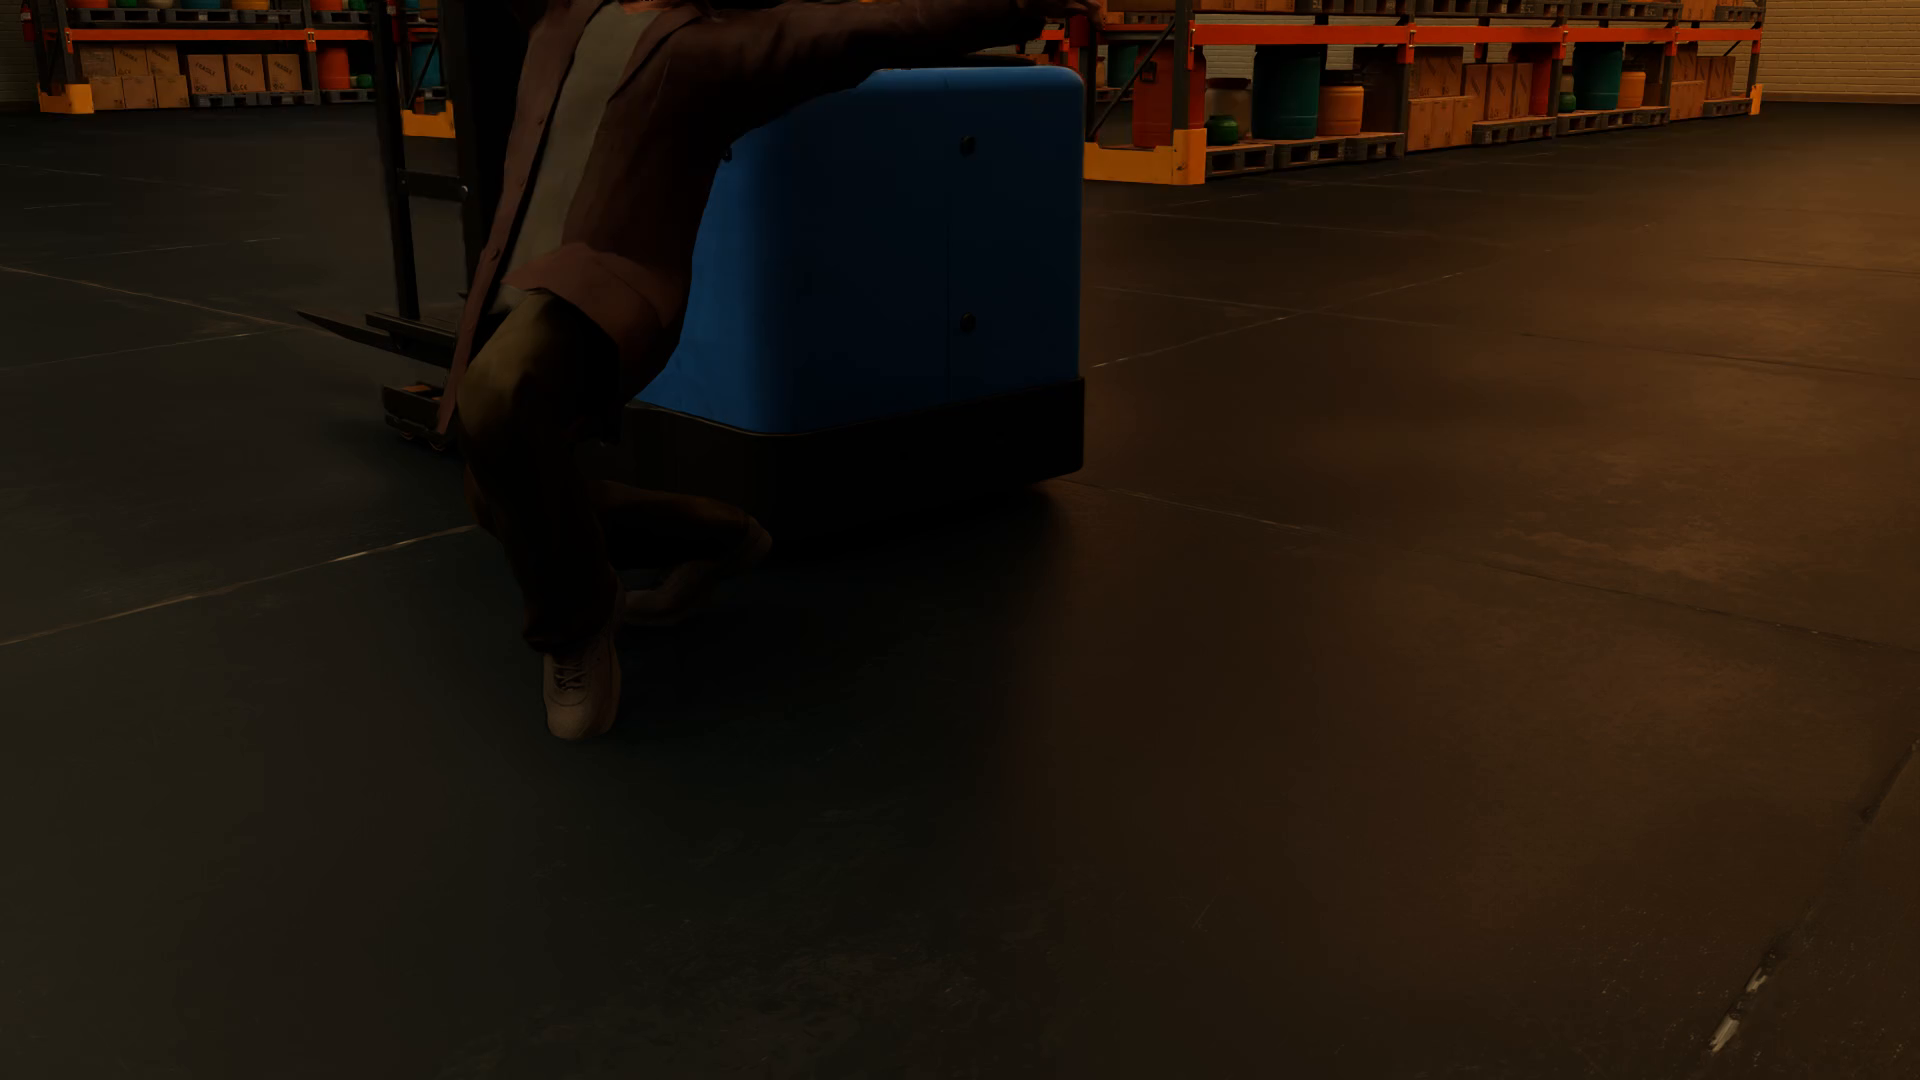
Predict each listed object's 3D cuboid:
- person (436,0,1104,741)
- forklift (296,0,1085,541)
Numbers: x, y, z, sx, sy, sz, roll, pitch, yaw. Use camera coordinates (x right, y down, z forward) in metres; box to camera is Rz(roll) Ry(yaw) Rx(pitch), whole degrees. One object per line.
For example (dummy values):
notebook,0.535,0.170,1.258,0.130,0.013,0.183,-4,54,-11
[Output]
person,-0.429,-0.481,2.827,1.170,1.639,0.892,10,19,29
forklift,-1.053,-1.744,4.640,1.130,2.935,3.031,-15,23,-41
